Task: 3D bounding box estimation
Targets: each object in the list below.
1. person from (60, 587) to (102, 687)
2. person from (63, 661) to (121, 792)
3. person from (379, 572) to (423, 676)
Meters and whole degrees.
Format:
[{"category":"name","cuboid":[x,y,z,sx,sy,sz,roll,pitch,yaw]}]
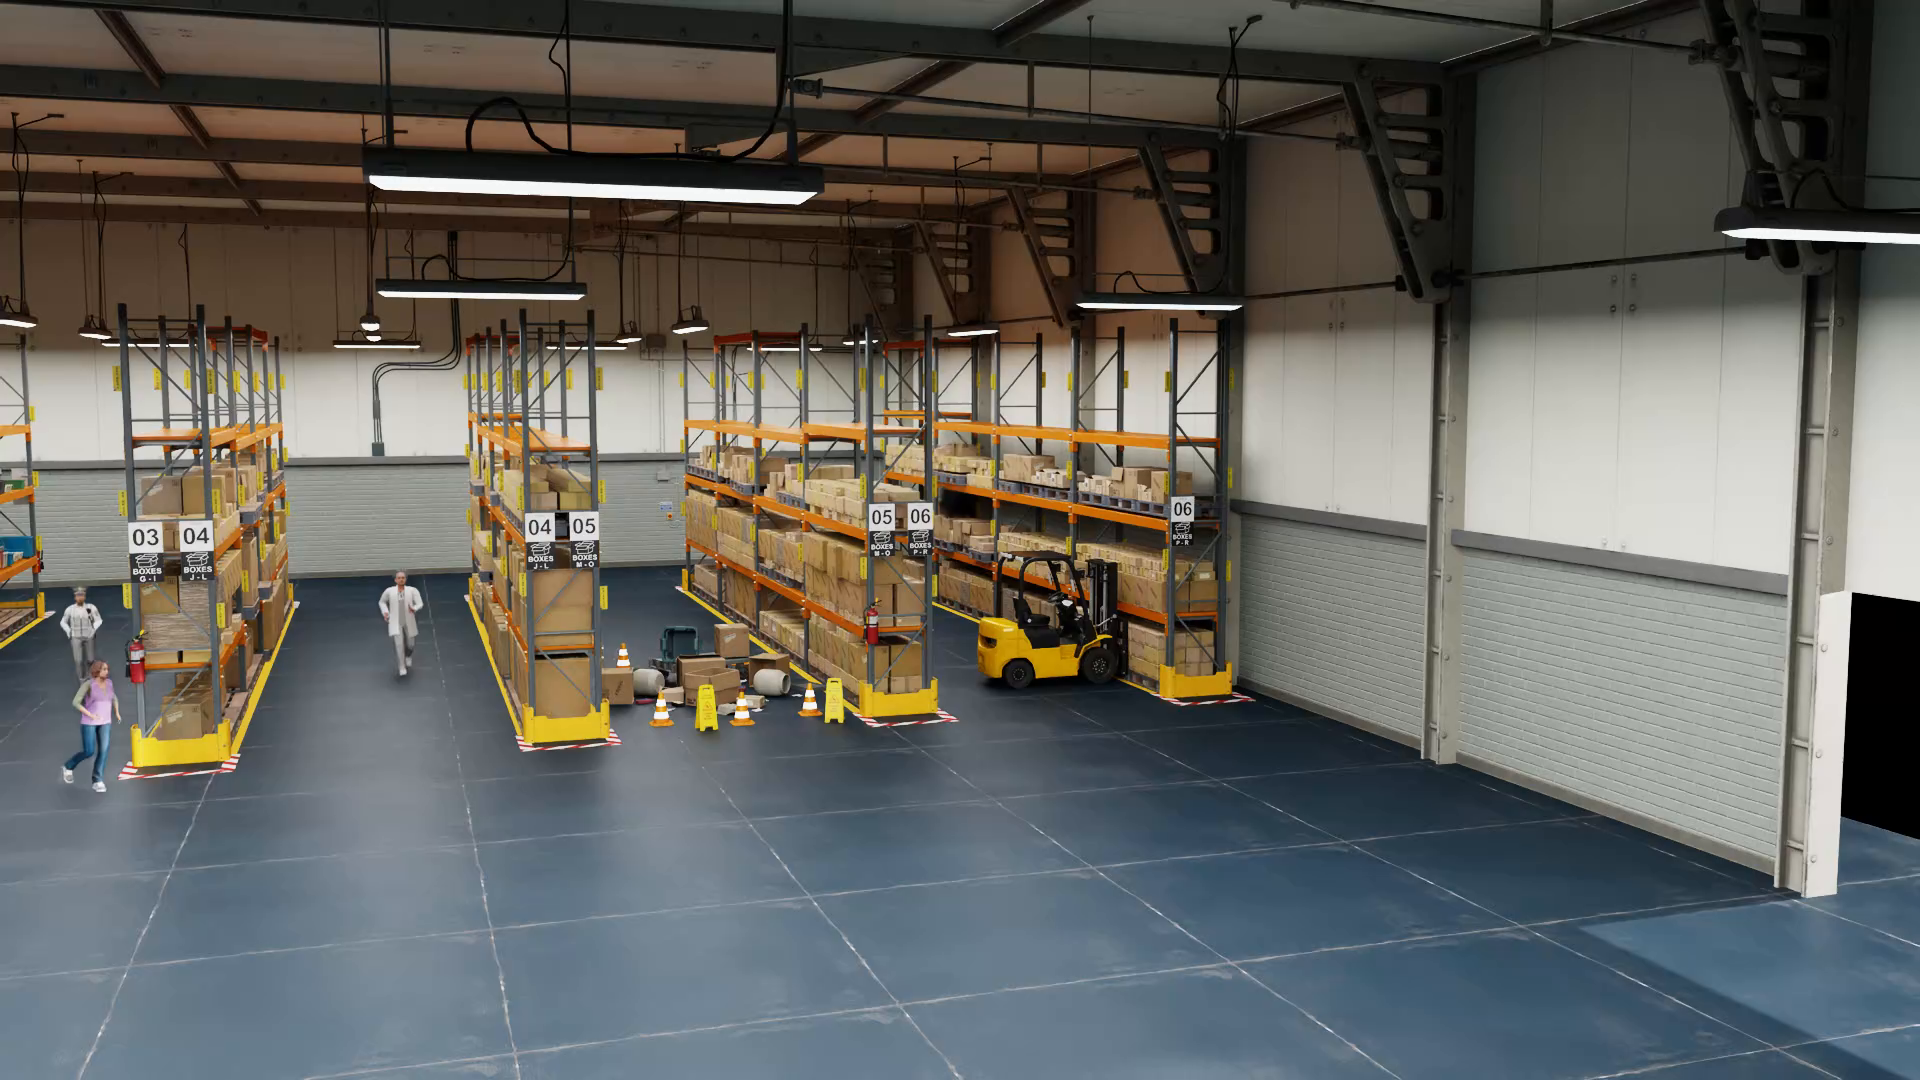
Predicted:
[{"category":"person","cuboid":[-14.447,1.587,27.352,0.614,1.647,0.580,-3,6,-28]},{"category":"person","cuboid":[-10.677,2.288,20.587,0.741,1.543,0.608,3,6,30]},{"category":"person","cuboid":[-9.604,1.423,28.574,0.703,1.746,0.912,-2,6,-22]}]
